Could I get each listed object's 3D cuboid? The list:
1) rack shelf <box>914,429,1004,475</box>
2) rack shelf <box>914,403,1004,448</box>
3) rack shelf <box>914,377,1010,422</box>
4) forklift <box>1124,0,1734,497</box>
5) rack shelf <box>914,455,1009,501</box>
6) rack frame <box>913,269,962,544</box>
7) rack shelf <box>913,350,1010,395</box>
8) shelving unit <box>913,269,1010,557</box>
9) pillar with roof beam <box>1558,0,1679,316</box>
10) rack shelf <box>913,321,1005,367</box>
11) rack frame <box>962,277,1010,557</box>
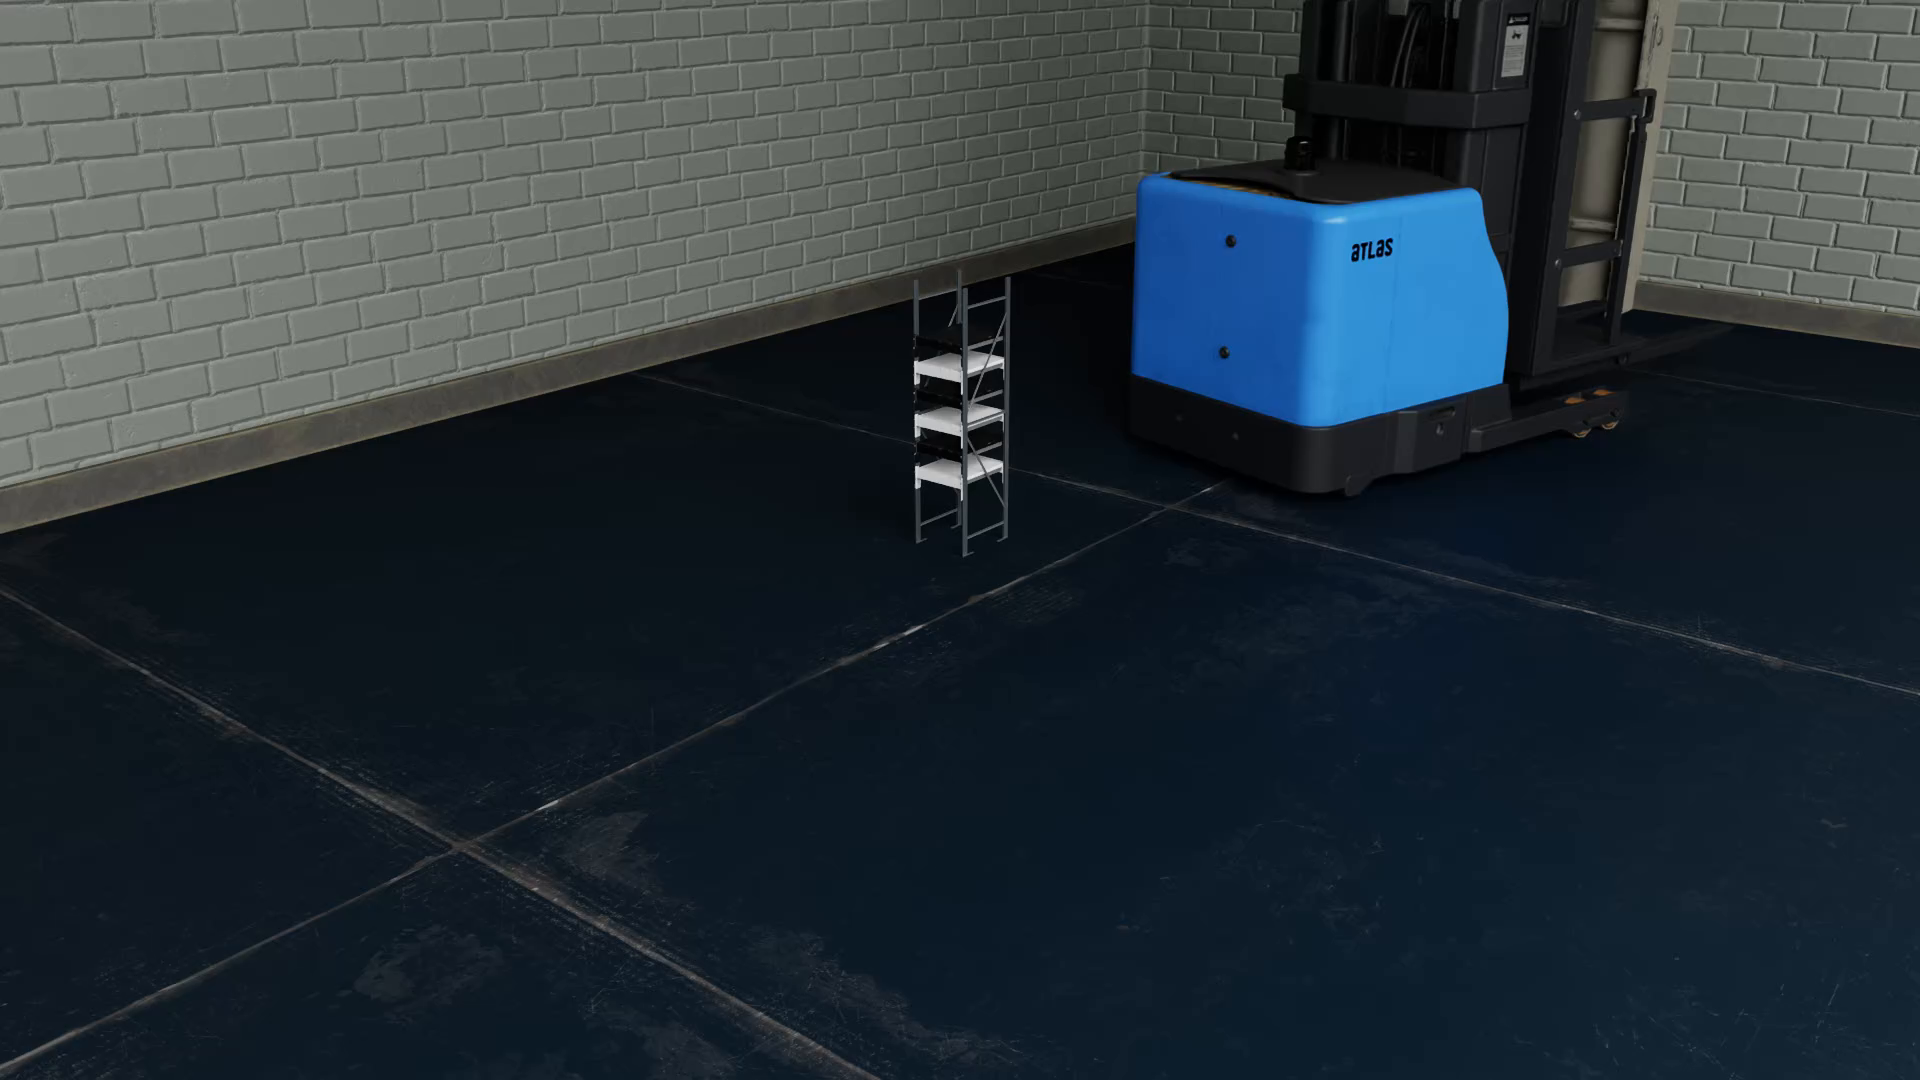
[{"bbox_3d":[0.006,-0.304,5.548,0.200,0.077,0.258,16,26,36],"label":"rack shelf"},{"bbox_3d":[0.006,-0.388,5.516,0.200,0.077,0.258,16,26,36],"label":"rack shelf"},{"bbox_3d":[0.006,-0.472,5.485,0.200,0.077,0.258,16,26,36],"label":"rack shelf"},{"bbox_3d":[2.141,-1.921,6.608,3.031,2.935,1.130,-15,25,-34],"label":"forklift"},{"bbox_3d":[0.006,-0.220,5.580,0.200,0.077,0.258,16,26,36],"label":"rack shelf"},{"bbox_3d":[-0.072,-0.442,5.565,0.006,0.900,0.240,16,26,36],"label":"rack frame"},{"bbox_3d":[0.006,-0.556,5.453,0.200,0.077,0.258,16,26,36],"label":"rack shelf"},{"bbox_3d":[0.006,-0.419,5.505,0.210,0.900,0.258,16,26,36],"label":"shelving unit"},{"bbox_3d":[0.678,-4.294,4.301,0.400,9.000,9.100,16,26,36],"label":"pillar with roof beam"},{"bbox_3d":[0.006,-0.641,5.421,0.200,0.077,0.258,16,26,36],"label":"rack shelf"},{"bbox_3d":[0.085,-0.397,5.444,0.006,0.900,0.240,16,26,36],"label":"rack frame"}]
